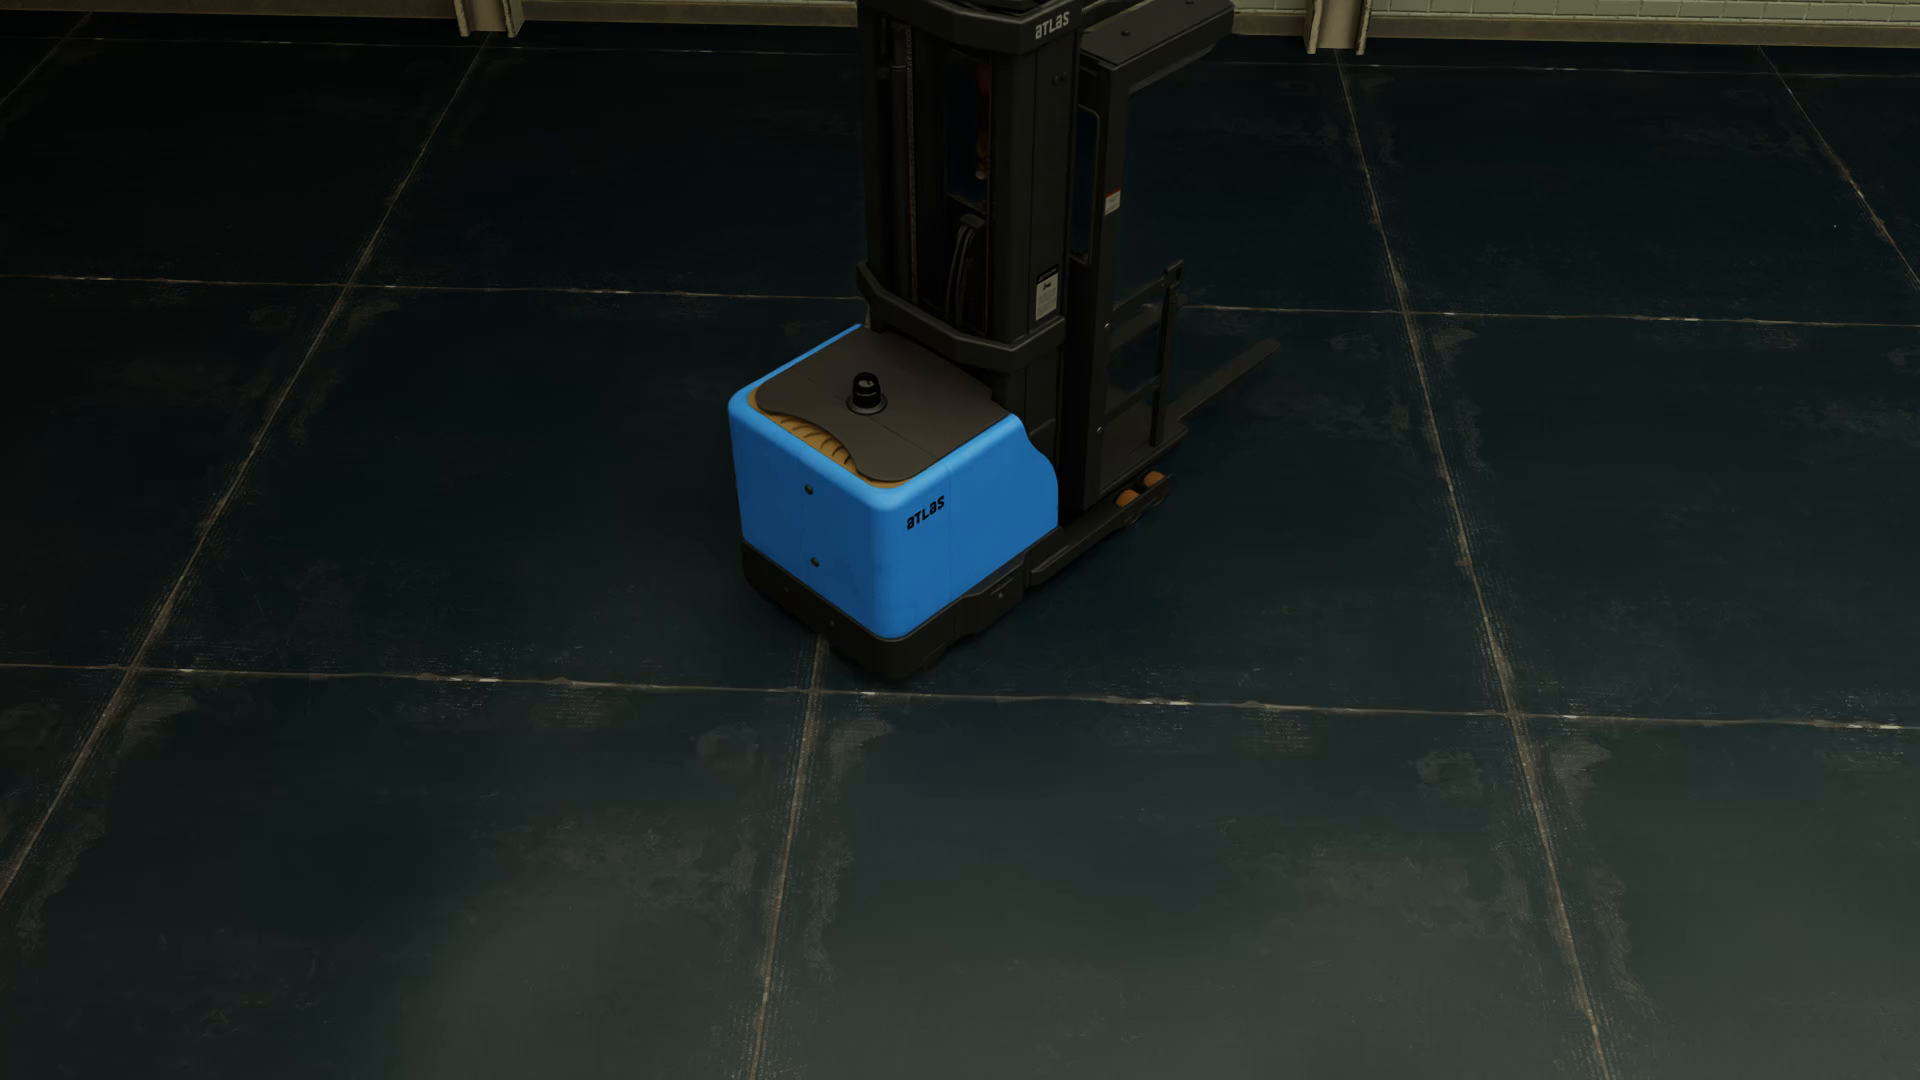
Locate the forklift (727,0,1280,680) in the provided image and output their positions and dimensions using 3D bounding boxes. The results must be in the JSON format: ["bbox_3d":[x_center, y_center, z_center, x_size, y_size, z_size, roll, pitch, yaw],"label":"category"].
[{"bbox_3d":[0.389,-1.376,7.249,1.130,2.935,3.031,33,52,31],"label":"forklift"}]

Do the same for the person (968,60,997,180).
[{"bbox_3d":[0.293,-2.931,9.798,0.583,1.775,0.695,-4,43,-5],"label":"person"}]
